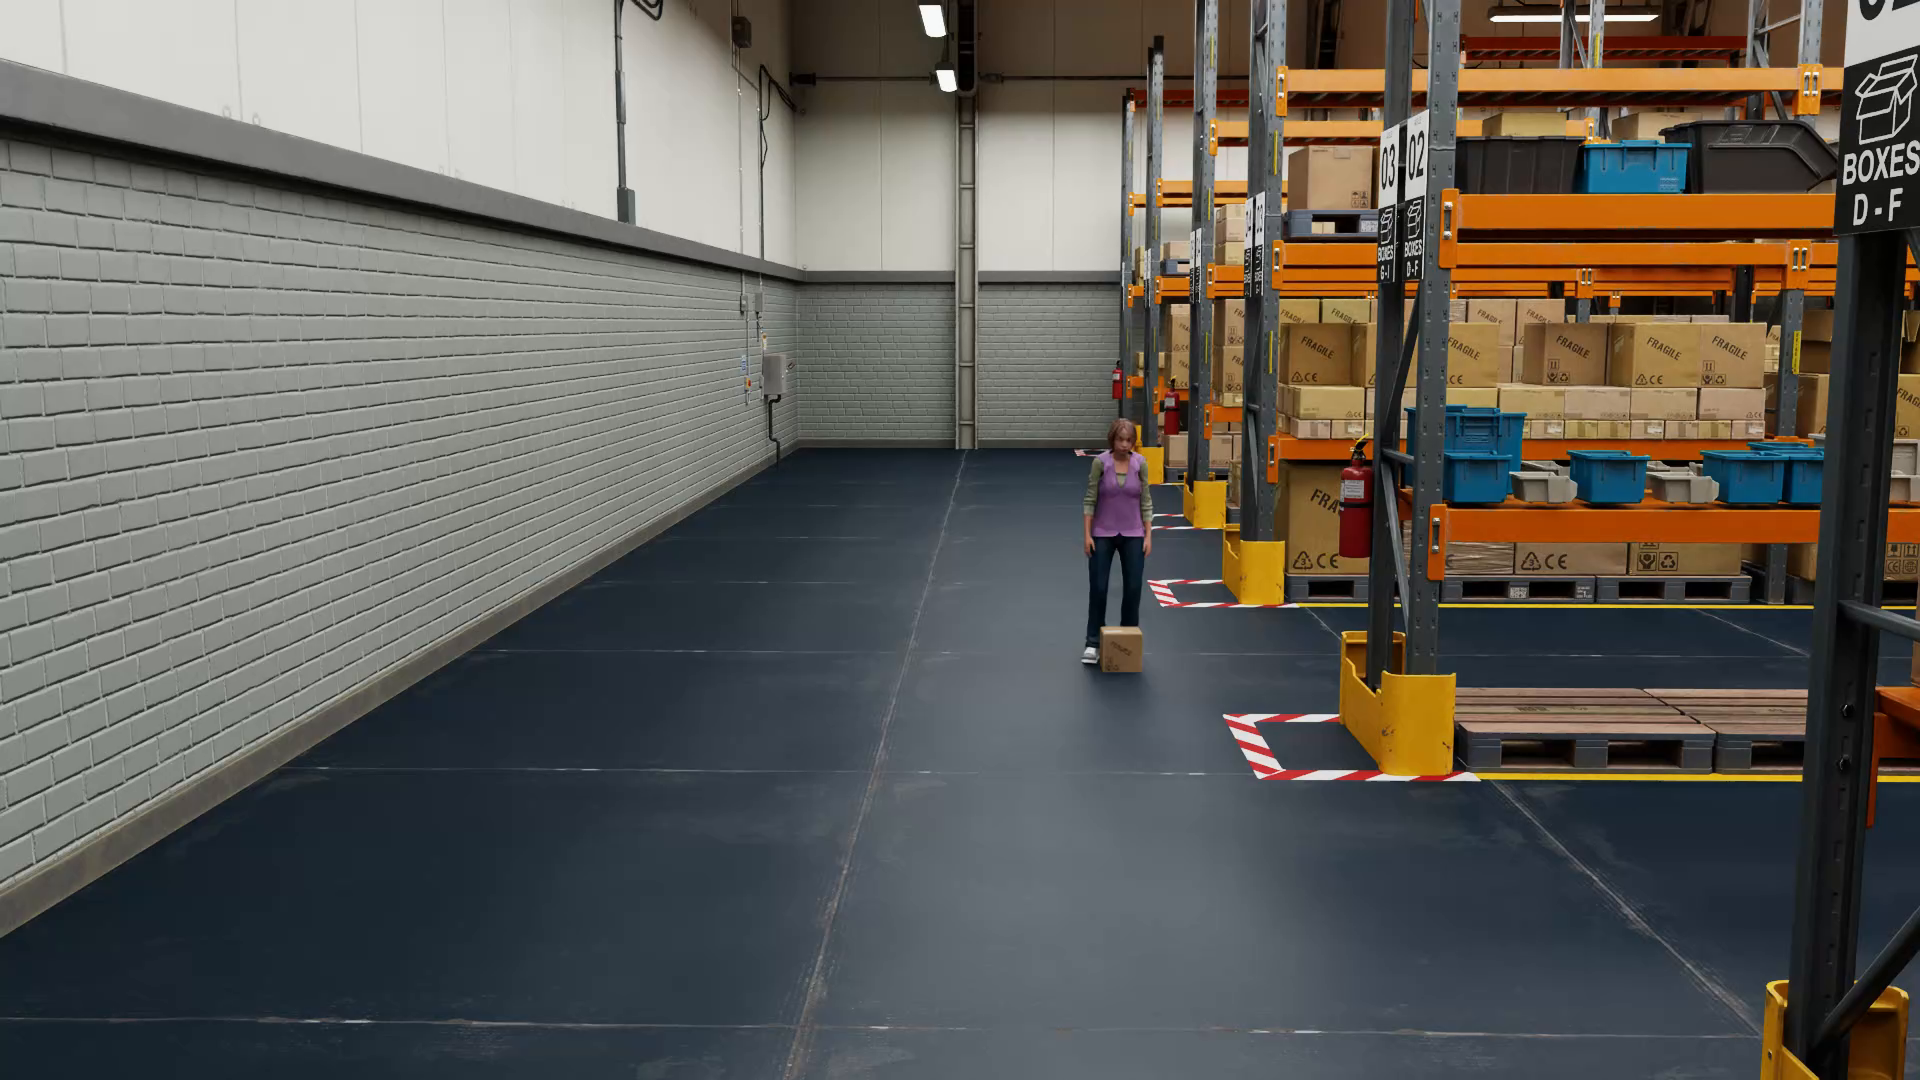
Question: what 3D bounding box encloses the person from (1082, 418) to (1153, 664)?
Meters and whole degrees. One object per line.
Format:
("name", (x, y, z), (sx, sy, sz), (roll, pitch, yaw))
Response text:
("person", (1.023, 0.004, 10.803), (0.466, 1.591, 0.346), (0, 7, -1))
